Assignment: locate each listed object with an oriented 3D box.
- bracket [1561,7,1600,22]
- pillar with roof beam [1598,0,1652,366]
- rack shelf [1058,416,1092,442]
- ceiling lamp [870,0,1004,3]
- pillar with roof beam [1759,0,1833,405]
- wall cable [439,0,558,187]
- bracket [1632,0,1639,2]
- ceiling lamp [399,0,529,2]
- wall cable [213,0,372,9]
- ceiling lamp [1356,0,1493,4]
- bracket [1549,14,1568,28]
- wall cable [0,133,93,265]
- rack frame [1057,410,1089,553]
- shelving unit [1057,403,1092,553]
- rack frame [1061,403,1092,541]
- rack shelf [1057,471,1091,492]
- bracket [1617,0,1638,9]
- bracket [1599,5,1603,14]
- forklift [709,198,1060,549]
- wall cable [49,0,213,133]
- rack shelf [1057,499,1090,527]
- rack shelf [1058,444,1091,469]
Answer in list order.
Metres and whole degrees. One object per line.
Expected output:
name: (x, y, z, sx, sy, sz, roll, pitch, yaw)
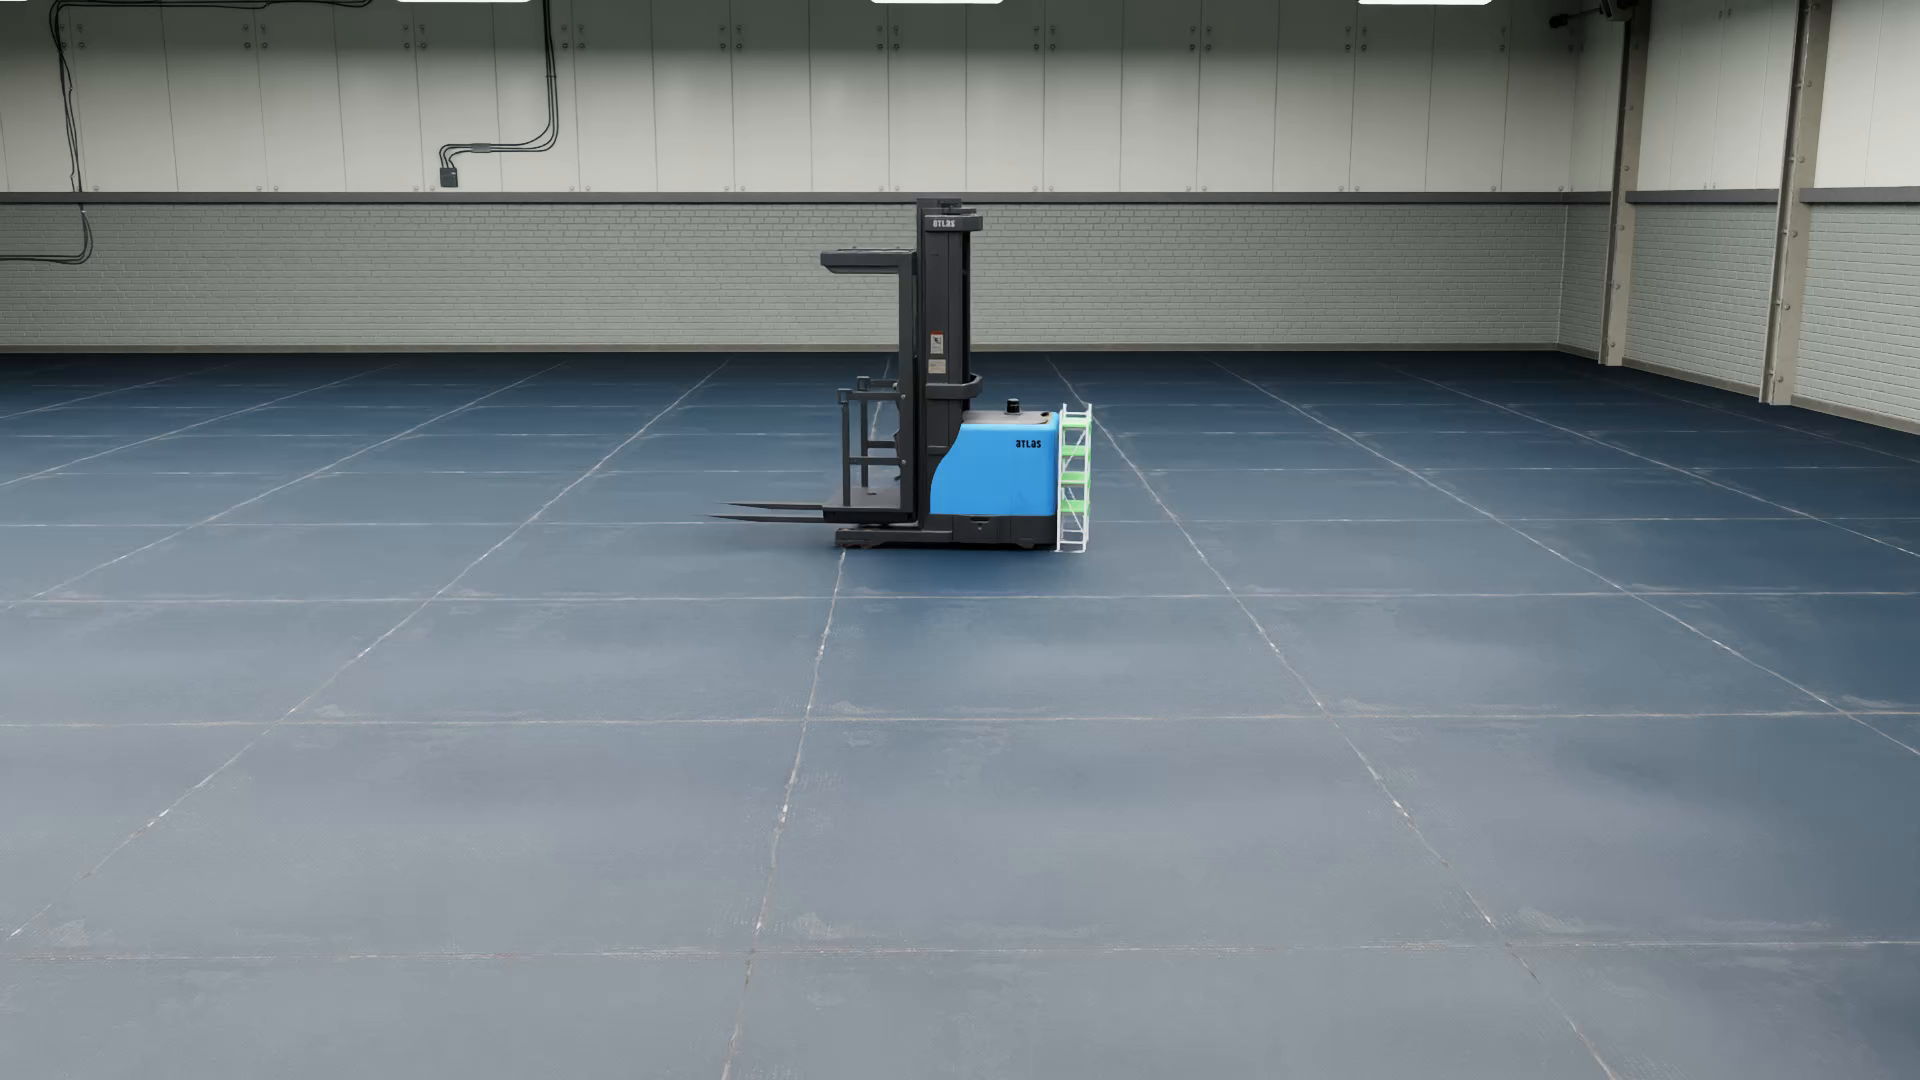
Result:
bracket: (11.469, -9.809, 31.222, 0.076, 0.066, 3.189, 0, 11, -1)
pillar with roof beam: (7.565, -7.592, 29.350, 9.100, 9.000, 0.548, 0, 11, -1)
rack shelf: (0.979, -0.943, 14.089, 0.258, 0.148, 0.480, 2, 12, 7)
ceiling lamp: (-0.349, -9.652, 24.822, 2.000, 3.185, 0.800, 0, 11, -1)
pillar with roof beam: (7.689, -6.400, 23.471, 9.100, 9.000, 0.400, 0, 11, -1)
wall cable: (-8.871, -9.774, 31.551, 2.305, 6.003, 0.169, 0, 11, -1)
bracket: (11.576, -8.778, 26.141, 0.076, 0.066, 4.783, 0, 11, -1)
ceiling lamp: (-7.407, -9.623, 24.679, 2.000, 3.185, 0.800, 0, 11, -1)
wall cable: (-12.564, -11.278, 31.185, 3.097, 2.526, 0.112, 0, 11, -1)
ceiling lamp: (6.990, -9.682, 24.970, 2.000, 3.185, 0.800, 0, 11, -1)
bracket: (11.457, -9.926, 31.801, 0.235, 0.232, 0.430, 0, 11, -1)
wall cable: (-18.363, -6.550, 32.022, 3.097, 2.526, 0.112, 0, 11, -1)
rack frame: (0.946, -0.487, 13.934, 0.240, 1.200, 0.015, 2, 12, 7)
shelving unit: (0.975, -0.535, 14.172, 0.258, 1.200, 0.503, 2, 12, 7)
rack frame: (1.005, -0.583, 14.409, 0.240, 1.200, 0.015, 2, 12, 7)
rack shelf: (0.975, -0.472, 14.184, 0.258, 0.148, 0.480, 2, 12, 7)
bracket: (11.523, -9.290, 28.666, 0.235, 0.232, 0.430, 0, 11, -1)
bracket: (11.506, -9.455, 29.479, 0.235, 0.232, 0.430, 0, 11, -1)
forklift: (-0.652, -1.465, 14.409, 3.031, 2.935, 1.130, 1, 12, 6)
wall cable: (-15.658, -9.036, 31.574, 3.097, 2.526, 0.112, 0, 11, -1)
rack shelf: (0.973, -0.237, 14.232, 0.258, 0.148, 0.480, 2, 12, 7)
rack shelf: (0.977, -0.707, 14.136, 0.258, 0.148, 0.480, 2, 12, 7)
